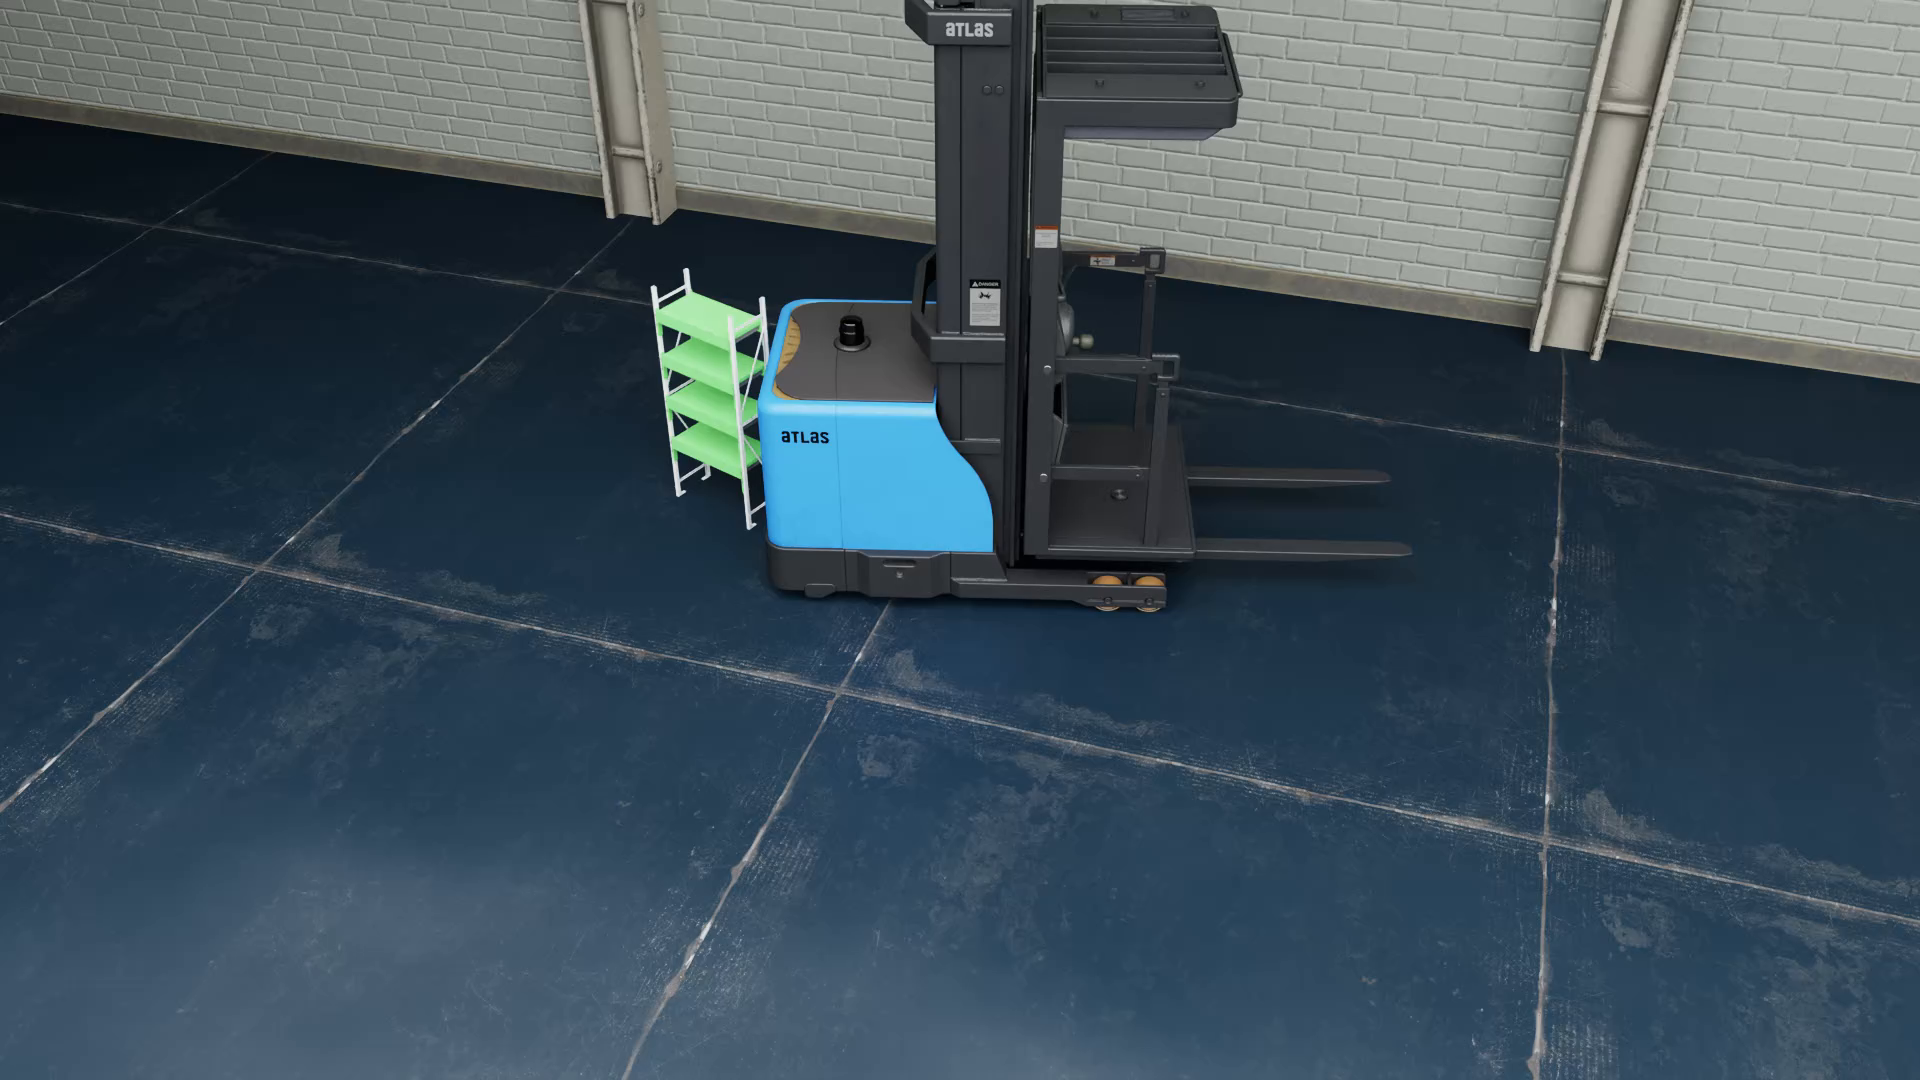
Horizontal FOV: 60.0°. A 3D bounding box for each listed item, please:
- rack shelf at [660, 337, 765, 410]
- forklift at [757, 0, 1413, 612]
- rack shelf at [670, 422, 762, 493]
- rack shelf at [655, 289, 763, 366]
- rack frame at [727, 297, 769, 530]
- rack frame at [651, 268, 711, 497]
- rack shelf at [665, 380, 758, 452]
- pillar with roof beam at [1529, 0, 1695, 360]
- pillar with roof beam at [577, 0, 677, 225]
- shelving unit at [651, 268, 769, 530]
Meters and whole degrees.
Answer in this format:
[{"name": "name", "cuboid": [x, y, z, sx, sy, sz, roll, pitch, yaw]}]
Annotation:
[{"name": "rack shelf", "cuboid": [-1.185, -0.821, 8.056, 0.480, 0.148, 0.258, 24, 42, 29]}, {"name": "forklift", "cuboid": [0.622, -1.167, 7.362, 3.031, 2.935, 1.130, 1, 36, 2]}, {"name": "rack shelf", "cuboid": [-1.185, -0.434, 8.341, 0.480, 0.148, 0.258, 24, 42, 29]}, {"name": "rack shelf", "cuboid": [-1.185, -1.014, 7.914, 0.480, 0.148, 0.258, 24, 42, 29]}, {"name": "rack frame", "cuboid": [-0.989, -0.593, 8.044, 0.015, 1.200, 0.240, 24, 42, 29]}, {"name": "rack frame", "cuboid": [-1.382, -0.765, 8.277, 0.015, 1.200, 0.240, 24, 42, 29]}, {"name": "rack shelf", "cuboid": [-1.185, -0.628, 8.198, 0.480, 0.148, 0.258, 24, 42, 29]}, {"name": "pillar with roof beam", "cuboid": [2.294, -2.353, 3.856, 0.400, 9.000, 9.100, 10, 38, 14]}, {"name": "pillar with roof beam", "cuboid": [-3.433, -3.414, 5.297, 0.400, 9.000, 9.100, 10, 38, 14]}, {"name": "shelving unit", "cuboid": [-1.185, -0.679, 8.160, 0.503, 1.200, 0.258, 24, 42, 29]}]
